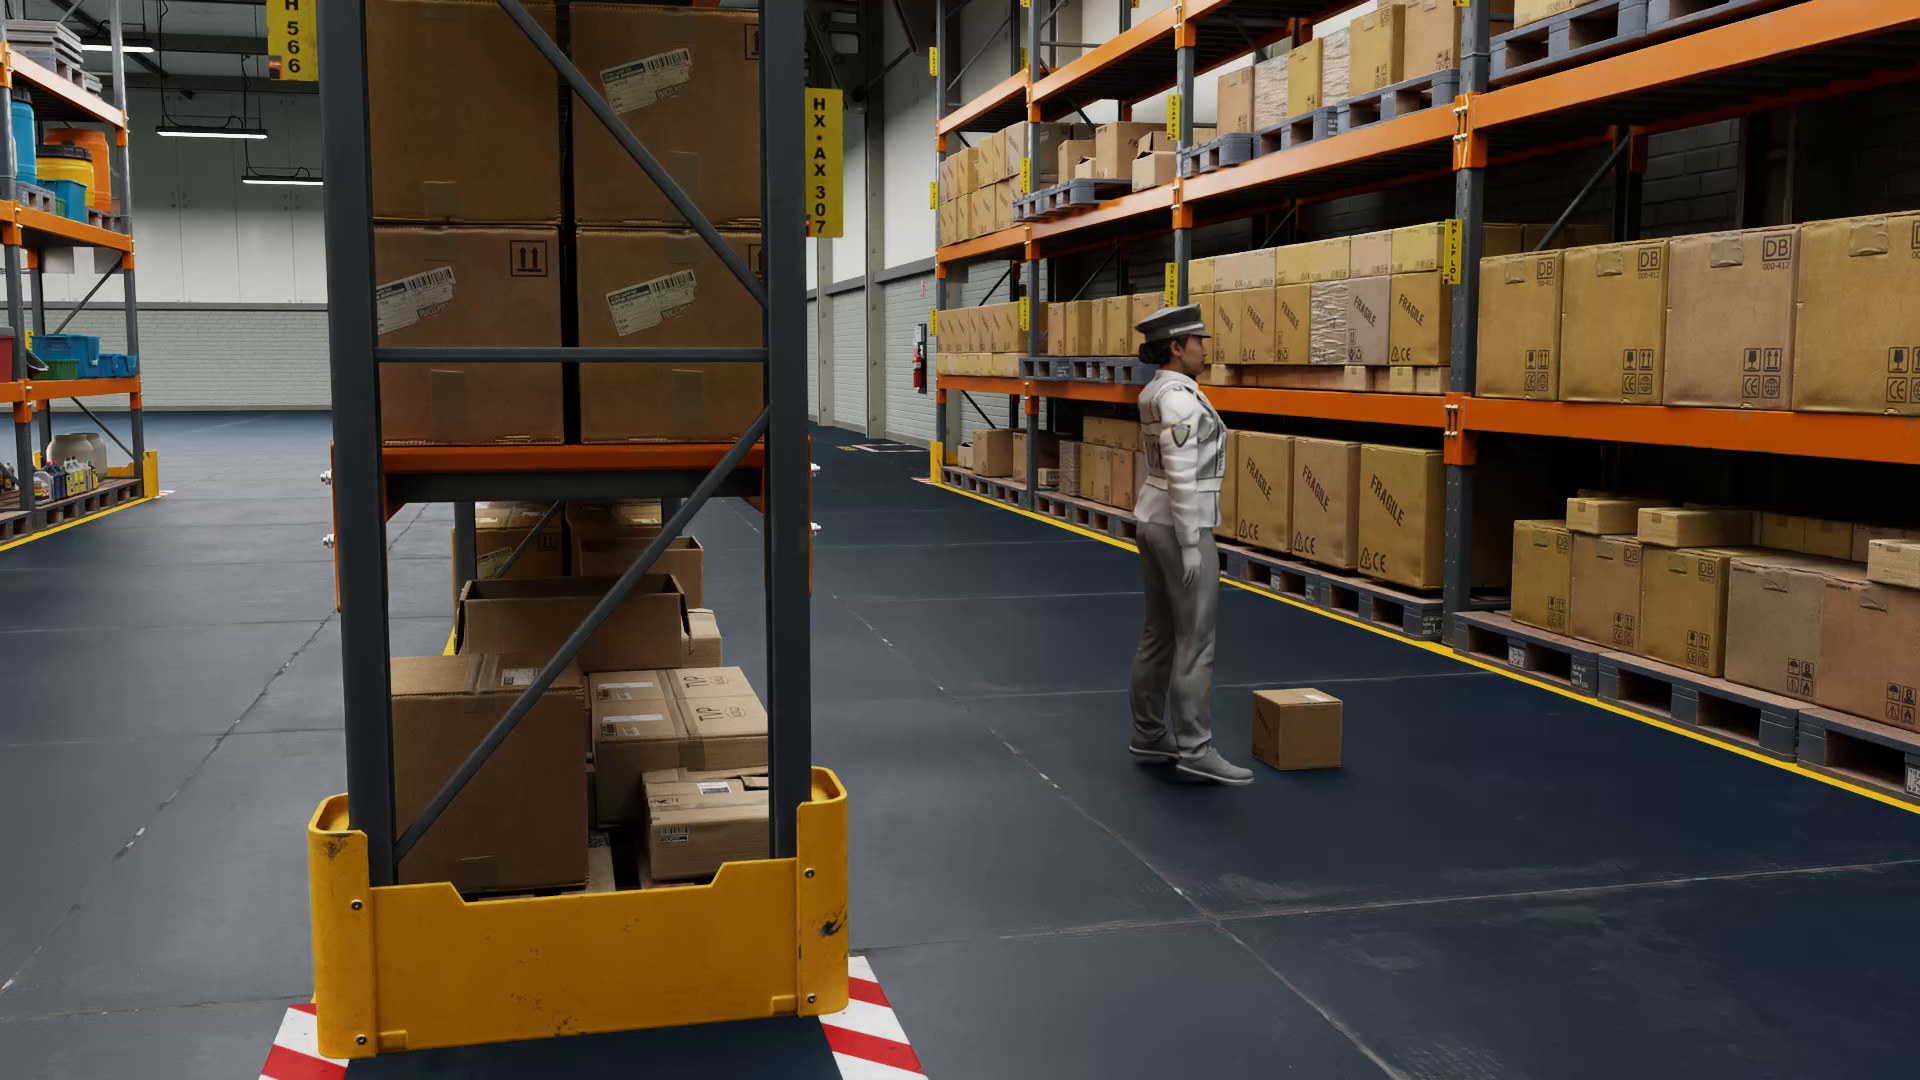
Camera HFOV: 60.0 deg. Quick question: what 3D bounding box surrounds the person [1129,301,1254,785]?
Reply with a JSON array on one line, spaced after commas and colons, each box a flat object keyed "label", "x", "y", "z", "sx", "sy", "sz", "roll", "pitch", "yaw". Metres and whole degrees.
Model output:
[{"label": "person", "x": 0.823, "y": 0.000, "z": 6.014, "sx": 0.400, "sy": 1.711, "sz": 0.500, "roll": -1, "pitch": 6, "yaw": -9}]
